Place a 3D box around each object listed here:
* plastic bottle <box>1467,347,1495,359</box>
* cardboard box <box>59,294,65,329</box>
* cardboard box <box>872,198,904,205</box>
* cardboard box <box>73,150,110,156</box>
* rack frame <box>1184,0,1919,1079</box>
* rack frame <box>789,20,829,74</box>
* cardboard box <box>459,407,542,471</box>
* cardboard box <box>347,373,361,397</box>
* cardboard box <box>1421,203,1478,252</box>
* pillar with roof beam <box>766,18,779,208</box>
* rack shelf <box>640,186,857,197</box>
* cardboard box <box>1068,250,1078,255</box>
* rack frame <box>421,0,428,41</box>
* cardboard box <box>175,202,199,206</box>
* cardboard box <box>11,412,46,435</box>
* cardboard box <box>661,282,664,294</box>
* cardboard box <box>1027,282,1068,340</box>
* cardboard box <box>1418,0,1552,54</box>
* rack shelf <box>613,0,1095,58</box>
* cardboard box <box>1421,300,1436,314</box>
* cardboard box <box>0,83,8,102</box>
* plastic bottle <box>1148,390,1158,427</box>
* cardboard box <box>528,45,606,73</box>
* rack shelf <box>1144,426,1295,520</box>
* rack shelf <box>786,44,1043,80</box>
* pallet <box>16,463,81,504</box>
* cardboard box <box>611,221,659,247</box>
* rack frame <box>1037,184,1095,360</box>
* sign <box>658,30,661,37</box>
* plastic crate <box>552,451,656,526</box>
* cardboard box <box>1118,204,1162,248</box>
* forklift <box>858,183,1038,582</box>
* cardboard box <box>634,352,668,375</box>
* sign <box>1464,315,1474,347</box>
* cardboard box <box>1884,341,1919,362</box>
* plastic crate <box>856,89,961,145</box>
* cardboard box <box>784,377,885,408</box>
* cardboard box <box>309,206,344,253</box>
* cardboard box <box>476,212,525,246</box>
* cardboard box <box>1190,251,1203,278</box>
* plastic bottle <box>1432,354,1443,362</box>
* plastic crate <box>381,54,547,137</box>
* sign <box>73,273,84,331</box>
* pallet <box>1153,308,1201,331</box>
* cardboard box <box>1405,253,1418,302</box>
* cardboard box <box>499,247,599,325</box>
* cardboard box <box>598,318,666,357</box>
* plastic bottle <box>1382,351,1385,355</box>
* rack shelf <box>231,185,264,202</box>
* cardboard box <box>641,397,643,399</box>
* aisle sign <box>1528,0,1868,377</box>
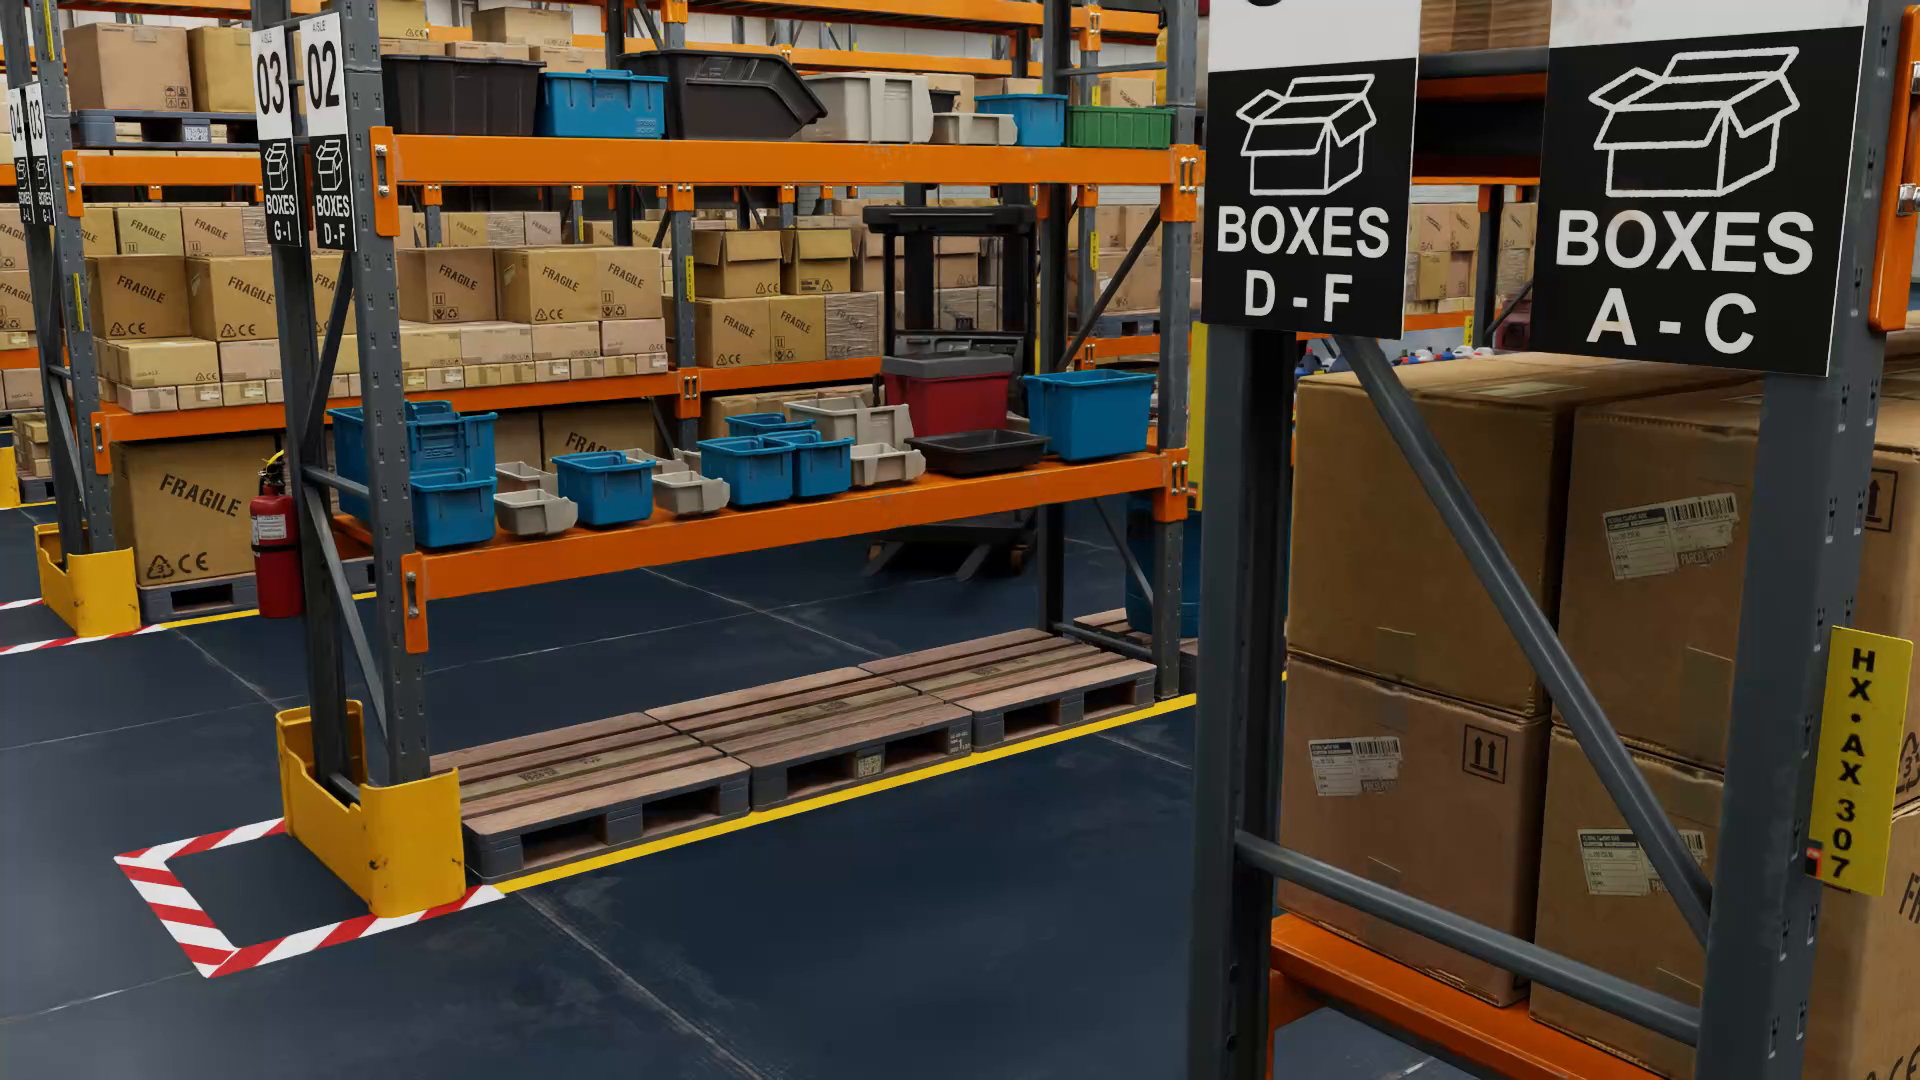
[{"bbox_3d":[3.470,-1.146,11.101,0.135,0.276,0.152,-9,15,-38],"label":"plastic bottle"},{"bbox_3d":[-7.520,-2.099,14.335,0.500,0.500,0.500,-9,15,-38],"label":"cardboard box"},{"bbox_3d":[-0.946,-4.993,25.559,0.500,0.500,0.700,-10,15,-39],"label":"cardboard box"},{"bbox_3d":[-7.521,-3.296,14.068,0.500,0.250,0.500,-9,15,-36],"label":"cardboard box"},{"bbox_3d":[0.762,0.608,2.545,0.053,2.616,0.949,-9,15,-38],"label":"rack frame"},{"bbox_3d":[-2.247,-7.099,24.396,0.127,3.000,1.000,-9,15,-38],"label":"rack frame"},{"bbox_3d":[-3.571,-0.496,11.846,0.875,0.875,0.875,-9,15,-38],"label":"cardboard box"},{"bbox_3d":[-3.940,-1.037,10.895,0.250,0.149,0.380,-10,15,-38],"label":"cardboard box"},{"bbox_3d":[5.235,-3.388,17.997,0.500,0.500,0.500,-9,15,-38],"label":"cardboard box"},{"bbox_3d":[-0.644,-7.780,27.604,0.400,9.000,9.100,-9,15,-38],"label":"pillar with roof beam"},{"bbox_3d":[-3.789,-6.344,29.793,4.000,0.370,1.077,-9,15,-38],"label":"rack shelf"},{"bbox_3d":[1.205,-3.498,21.519,0.550,0.550,0.875,-9,15,-38],"label":"cardboard box"},{"bbox_3d":[-5.322,-5.271,15.788,0.127,3.000,1.000,-9,15,-38],"label":"rack frame"},{"bbox_3d":[-9.010,-3.843,19.294,0.250,0.149,0.380,-9,15,-38],"label":"cardboard box"},{"bbox_3d":[-8.190,-1.029,14.674,0.250,0.149,0.380,-9,15,-37],"label":"cardboard box"},{"bbox_3d":[-3.302,-2.634,17.405,0.250,0.149,0.380,-9,15,-36],"label":"cardboard box"},{"bbox_3d":[0.590,-1.983,14.504,0.500,0.500,0.500,-9,15,-36],"label":"cardboard box"},{"bbox_3d":[0.996,-0.896,2.767,0.500,0.250,0.500,-9,15,-38],"label":"cardboard box"},{"bbox_3d":[-0.741,-4.166,13.276,4.000,0.370,1.077,-9,15,-38],"label":"rack shelf"},{"bbox_3d":[4.871,-2.515,17.854,0.250,0.149,0.380,-9,15,-38],"label":"cardboard box"},{"bbox_3d":[-7.840,-3.686,13.743,0.250,0.149,0.380,-9,15,-35],"label":"cardboard box"},{"bbox_3d":[1.113,-0.749,9.413,0.097,0.201,0.097,0,12,0],"label":"plastic bottle"},{"bbox_3d":[-2.876,-3.178,11.661,0.500,0.500,0.700,-11,16,-41],"label":"cardboard box"},{"bbox_3d":[2.353,-0.623,10.074,4.000,0.370,1.077,-9,15,-38],"label":"rack shelf"},{"bbox_3d":[-0.637,-5.502,19.571,4.000,0.370,1.077,-9,15,-38],"label":"rack shelf"},{"bbox_3d":[-7.730,-0.563,14.772,1.213,0.211,1.003,-9,15,-38],"label":"pallet"},{"bbox_3d":[-4.471,-4.135,22.912,0.500,0.500,0.500,-8,15,-35],"label":"cardboard box"},{"bbox_3d":[0.821,-2.038,15.005,0.127,3.000,1.000,-9,15,-38],"label":"rack frame"},{"bbox_3d":[-5.002,-8.313,27.672,0.005,0.325,0.100,-9,15,-38],"label":"sign"},{"bbox_3d":[-1.419,-0.208,6.646,0.300,0.233,0.416,-9,15,-38],"label":"plastic crate"},{"bbox_3d":[2.508,-4.227,22.351,0.500,0.550,0.875,-9,15,-38],"label":"cardboard box"},{"bbox_3d":[-0.044,-1.283,11.613,1.130,2.935,3.031,2,12,10],"label":"forklift"},{"bbox_3d":[-2.336,-1.303,12.150,0.250,0.149,0.380,-9,15,-37],"label":"cardboard box"},{"bbox_3d":[3.566,-1.403,11.621,0.005,0.325,0.100,-9,15,-38],"label":"sign"},{"bbox_3d":[1.731,-0.167,3.545,0.500,0.500,0.500,-9,15,-36],"label":"cardboard box"},{"bbox_3d":[-0.350,-2.002,7.930,0.590,0.269,0.497,-9,15,-38],"label":"plastic crate"},{"bbox_3d":[-1.118,-0.887,13.691,0.875,0.875,1.225,-10,16,-40],"label":"cardboard box"},{"bbox_3d":[-5.921,-2.847,15.452,0.500,0.500,0.500,-10,16,-39],"label":"cardboard box"},{"bbox_3d":[-6.006,-4.006,21.625,0.500,0.500,0.500,-9,15,-37],"label":"cardboard box"},{"bbox_3d":[2.648,-2.573,16.265,0.637,0.503,0.797,-8,14,-32],"label":"cardboard box"},{"bbox_3d":[2.823,-0.927,9.890,0.185,0.351,0.144,-9,15,-38],"label":"plastic bottle"},{"bbox_3d":[-1.857,-1.605,6.058,0.590,0.269,0.497,-9,15,-38],"label":"plastic crate"},{"bbox_3d":[-5.084,-1.371,9.591,0.005,0.325,0.100,-9,15,-38],"label":"sign"},{"bbox_3d":[2.341,-2.208,16.266,1.213,0.211,1.003,-9,15,-38],"label":"pallet"},{"bbox_3d":[4.334,-2.800,17.636,0.500,0.500,0.875,-9,15,-38],"label":"cardboard box"},{"bbox_3d":[-2.888,-1.791,11.679,0.500,0.500,0.500,-9,15,-37],"label":"cardboard box"},{"bbox_3d":[-2.483,-1.491,12.075,0.500,0.250,0.500,-10,15,-39],"label":"cardboard box"},{"bbox_3d":[2.701,-1.074,10.746,0.133,0.283,0.061,-9,15,-38],"label":"plastic bottle"},{"bbox_3d":[-10.055,-3.982,18.671,4.000,0.370,1.077,-9,15,-38],"label":"rack shelf"},{"bbox_3d":[-3.360,-1.572,17.820,0.500,0.500,0.500,-10,16,-40],"label":"cardboard box"},{"bbox_3d":[0.890,-0.608,2.011,0.004,0.787,0.394,-9,15,-38],"label":"aisle sign"}]
